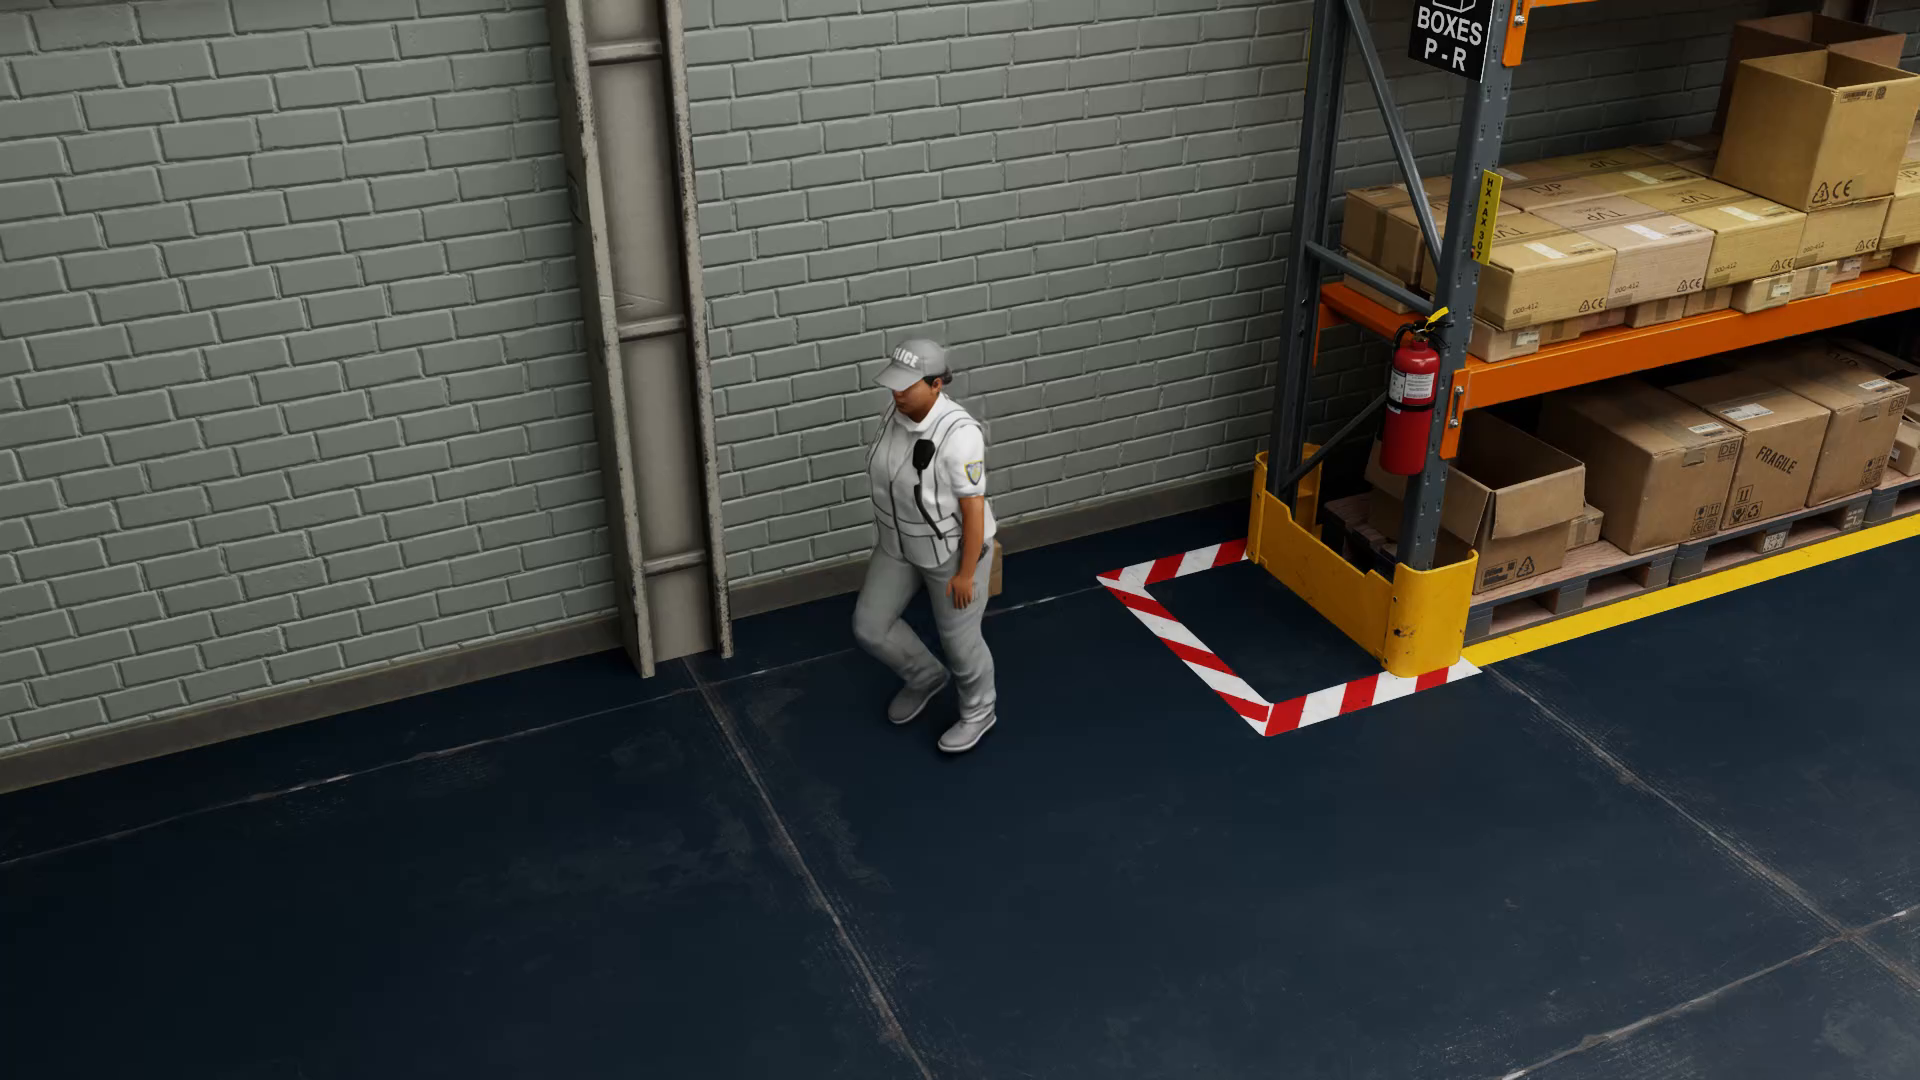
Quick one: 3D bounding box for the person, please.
[{"bbox_3d":[-0.105,0.038,6.037,0.505,1.651,0.444,22,36,33],"label":"person"}]
